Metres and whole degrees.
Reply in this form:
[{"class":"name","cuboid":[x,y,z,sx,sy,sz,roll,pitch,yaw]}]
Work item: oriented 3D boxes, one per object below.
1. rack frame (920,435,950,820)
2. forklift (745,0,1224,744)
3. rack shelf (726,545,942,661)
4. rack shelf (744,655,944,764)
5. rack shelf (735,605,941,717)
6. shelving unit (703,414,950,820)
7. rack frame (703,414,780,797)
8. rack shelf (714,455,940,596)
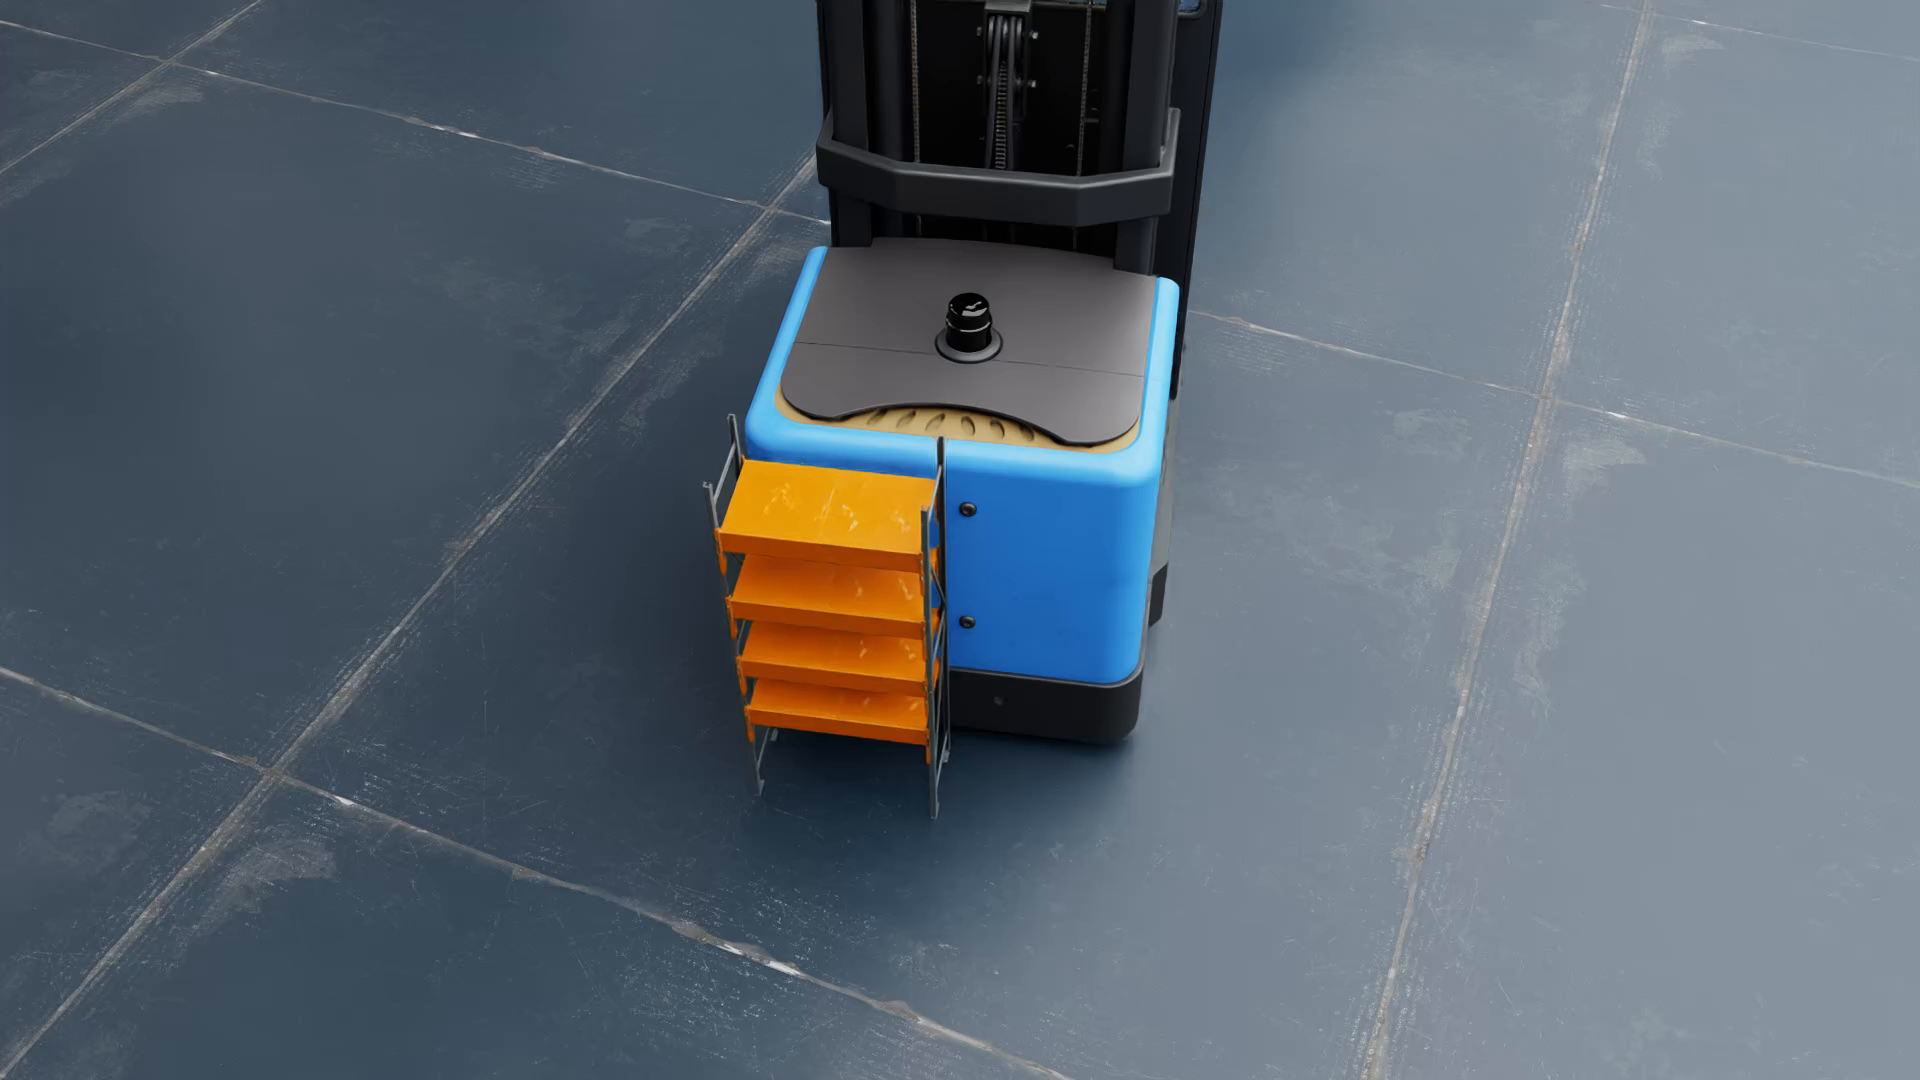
[{"class":"rack frame","cuboid":[-0.057,0.258,4.132,0.015,1.200,0.240,6,47,6]},{"class":"forklift","cuboid":[0.195,-1.528,4.708,1.130,2.935,3.031,6,45,6]},{"class":"rack shelf","cuboid":[-0.299,0.125,4.044,0.480,0.148,0.258,6,47,6]},{"class":"rack shelf","cuboid":[-0.296,0.413,4.353,0.480,0.148,0.258,6,47,6]},{"class":"rack shelf","cuboid":[-0.297,0.278,4.208,0.480,0.148,0.258,6,47,6]},{"class":"shelving unit","cuboid":[-0.298,0.232,4.159,0.503,1.200,0.258,6,47,6]},{"class":"rack frame","cuboid":[-0.539,0.206,4.186,0.015,1.200,0.240,6,47,6]},{"class":"rack shelf","cuboid":[-0.300,-0.036,3.871,0.480,0.148,0.258,6,47,6]}]
